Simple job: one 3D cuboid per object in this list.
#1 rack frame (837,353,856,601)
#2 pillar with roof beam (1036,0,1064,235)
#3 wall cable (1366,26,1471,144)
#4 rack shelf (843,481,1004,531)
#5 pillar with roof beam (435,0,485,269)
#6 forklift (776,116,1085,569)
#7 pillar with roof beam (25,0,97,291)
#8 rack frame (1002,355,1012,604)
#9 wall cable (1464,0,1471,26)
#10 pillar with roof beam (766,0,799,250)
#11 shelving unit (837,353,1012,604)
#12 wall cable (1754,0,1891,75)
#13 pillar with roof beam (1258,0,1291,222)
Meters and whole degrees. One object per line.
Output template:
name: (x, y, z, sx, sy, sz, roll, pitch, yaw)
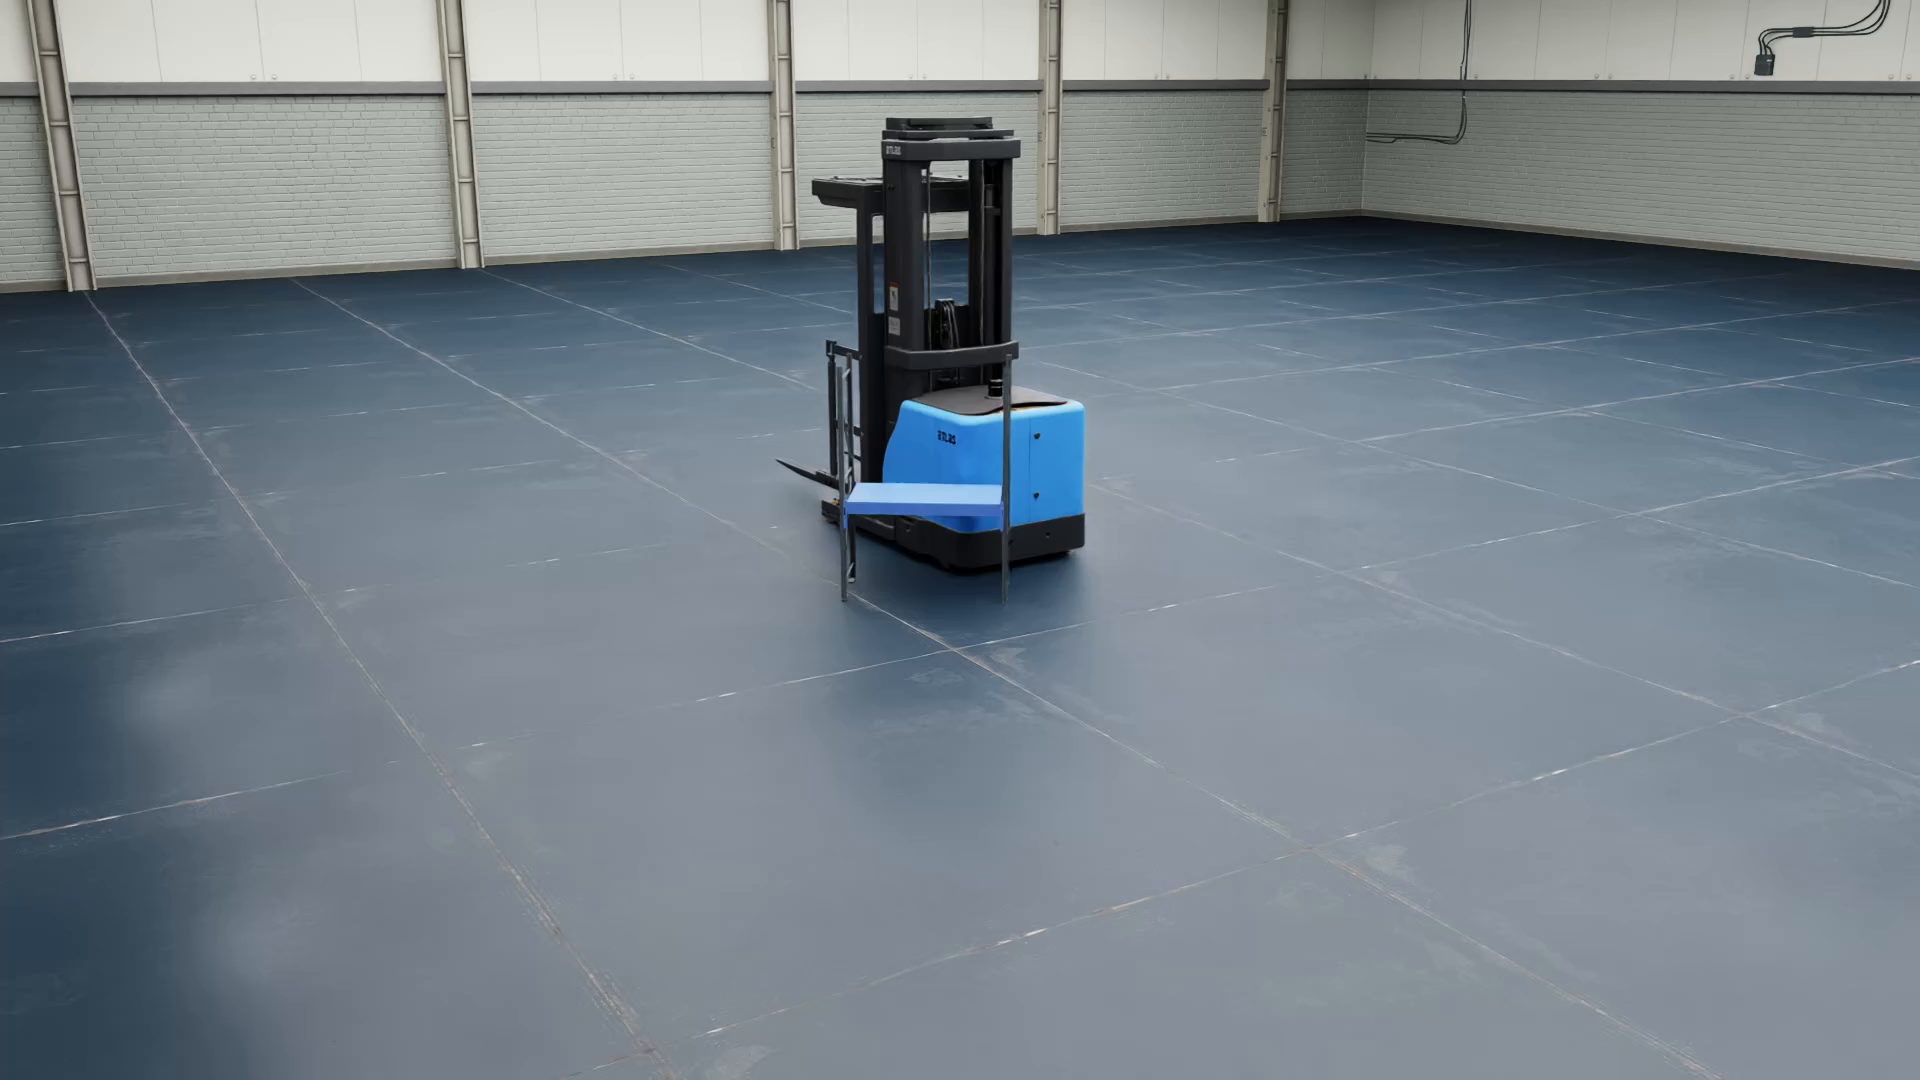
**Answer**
rack frame: (-0.720, -0.402, 10.566, 0.032, 1.500, 0.500, 1, 16, 4)
pillar with roof beam: (4.056, -9.718, 29.905, 0.400, 9.000, 9.100, -9, 18, -30)
wall cable: (10.188, -10.156, 37.222, 0.112, 2.526, 3.097, -9, 18, -30)
rack shelf: (-0.212, -0.220, 10.582, 1.000, 0.185, 0.538, 1, 16, 4)
pillar with roof beam: (-6.230, -8.050, 23.954, 0.400, 9.000, 9.100, -9, 18, -30)
forklift: (-0.371, -1.562, 12.053, 1.130, 2.935, 3.031, -10, 19, -32)
pillar with roof beam: (-11.374, -7.216, 20.979, 0.400, 9.000, 9.100, -9, 18, -30)
rack frame: (0.295, -0.384, 10.501, 0.032, 1.500, 0.500, 1, 16, 4)
wall cable: (11.581, -11.962, 34.307, 0.112, 2.526, 3.097, -9, 18, -30)
pillar with roof beam: (-1.087, -8.884, 26.930, 0.400, 9.000, 9.100, -9, 18, -30)
shelving unit: (-0.212, -0.393, 10.534, 1.048, 1.500, 0.538, 1, 16, 4)
wall cable: (15.064, -11.090, 28.500, 0.169, 6.003, 2.305, -9, 18, -30)
pillar with roof beam: (9.199, -10.552, 32.880, 0.400, 9.000, 9.100, -9, 18, -30)
